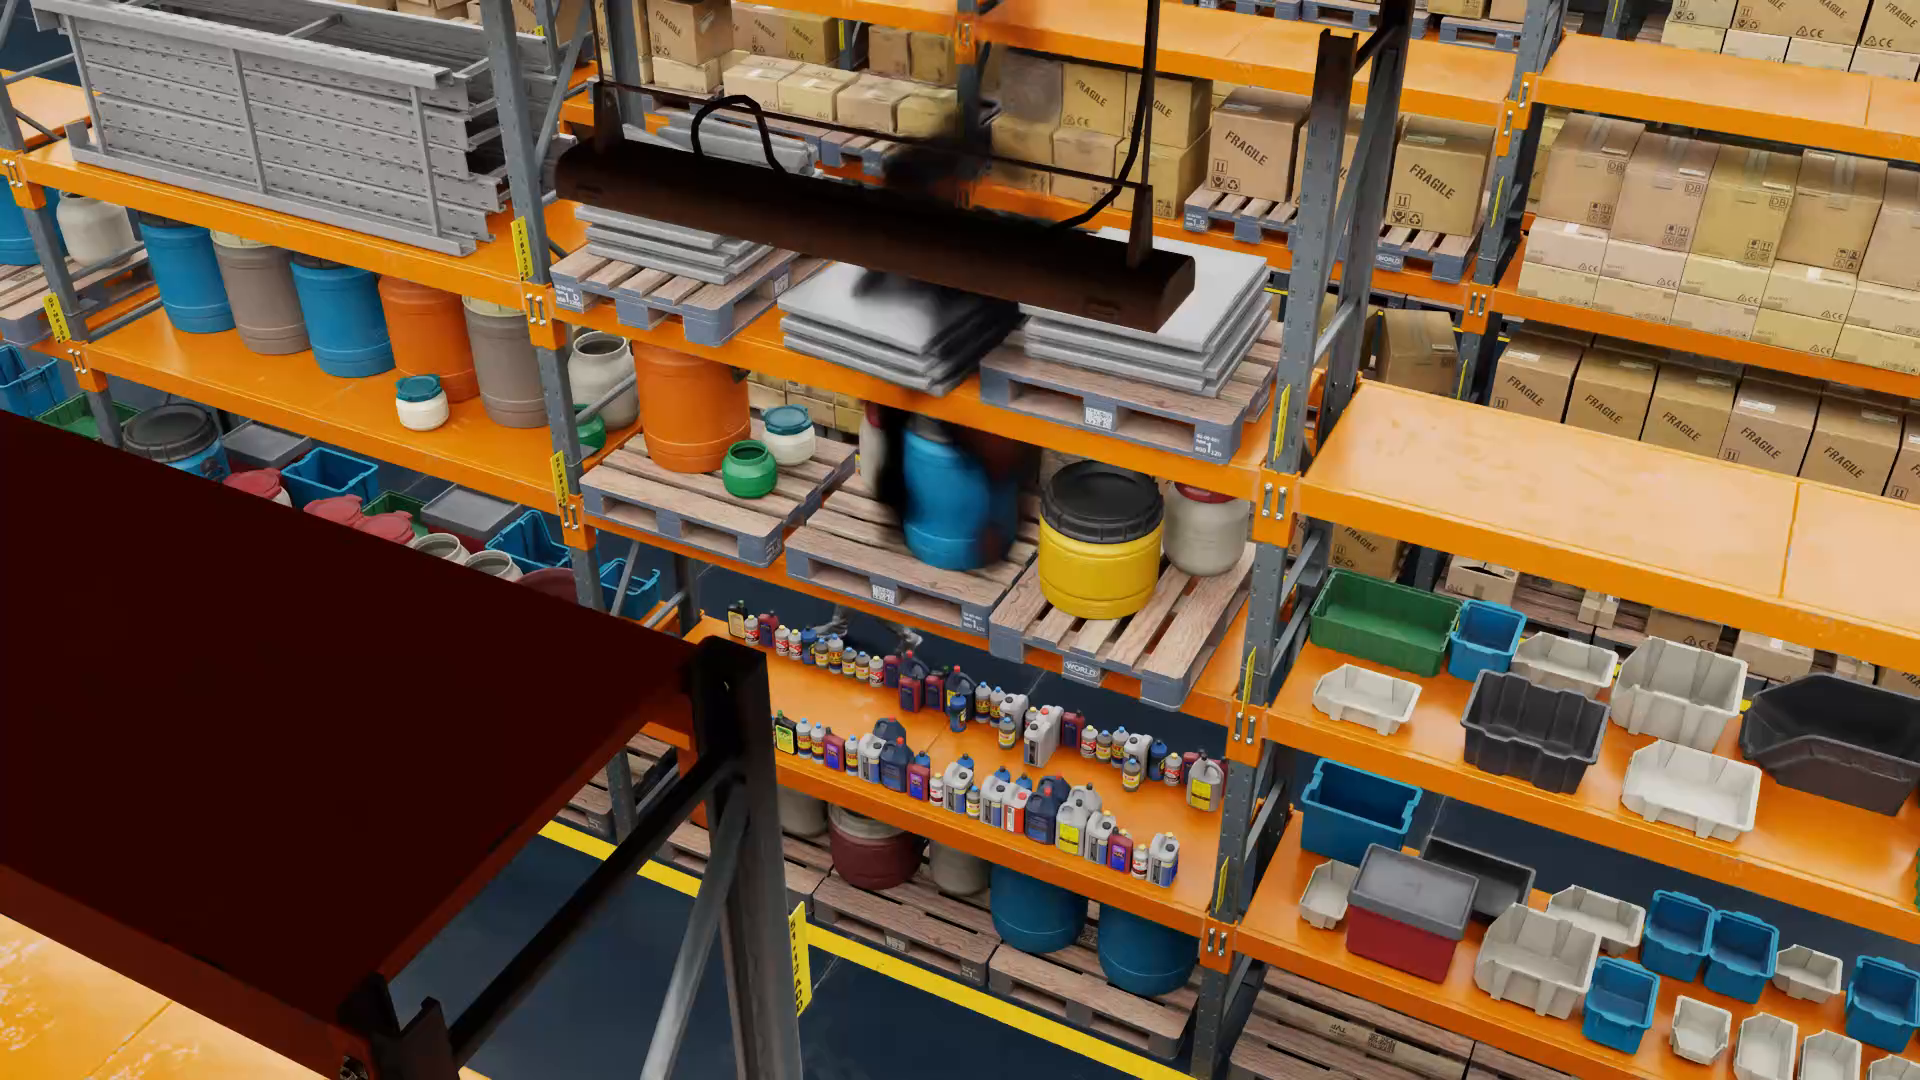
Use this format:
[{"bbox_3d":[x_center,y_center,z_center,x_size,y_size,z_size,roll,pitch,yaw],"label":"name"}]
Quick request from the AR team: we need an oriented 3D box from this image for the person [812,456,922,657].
[{"bbox_3d":[-0.726,0.124,12.184,0.906,1.681,0.611,10,36,14],"label":"person"}]
